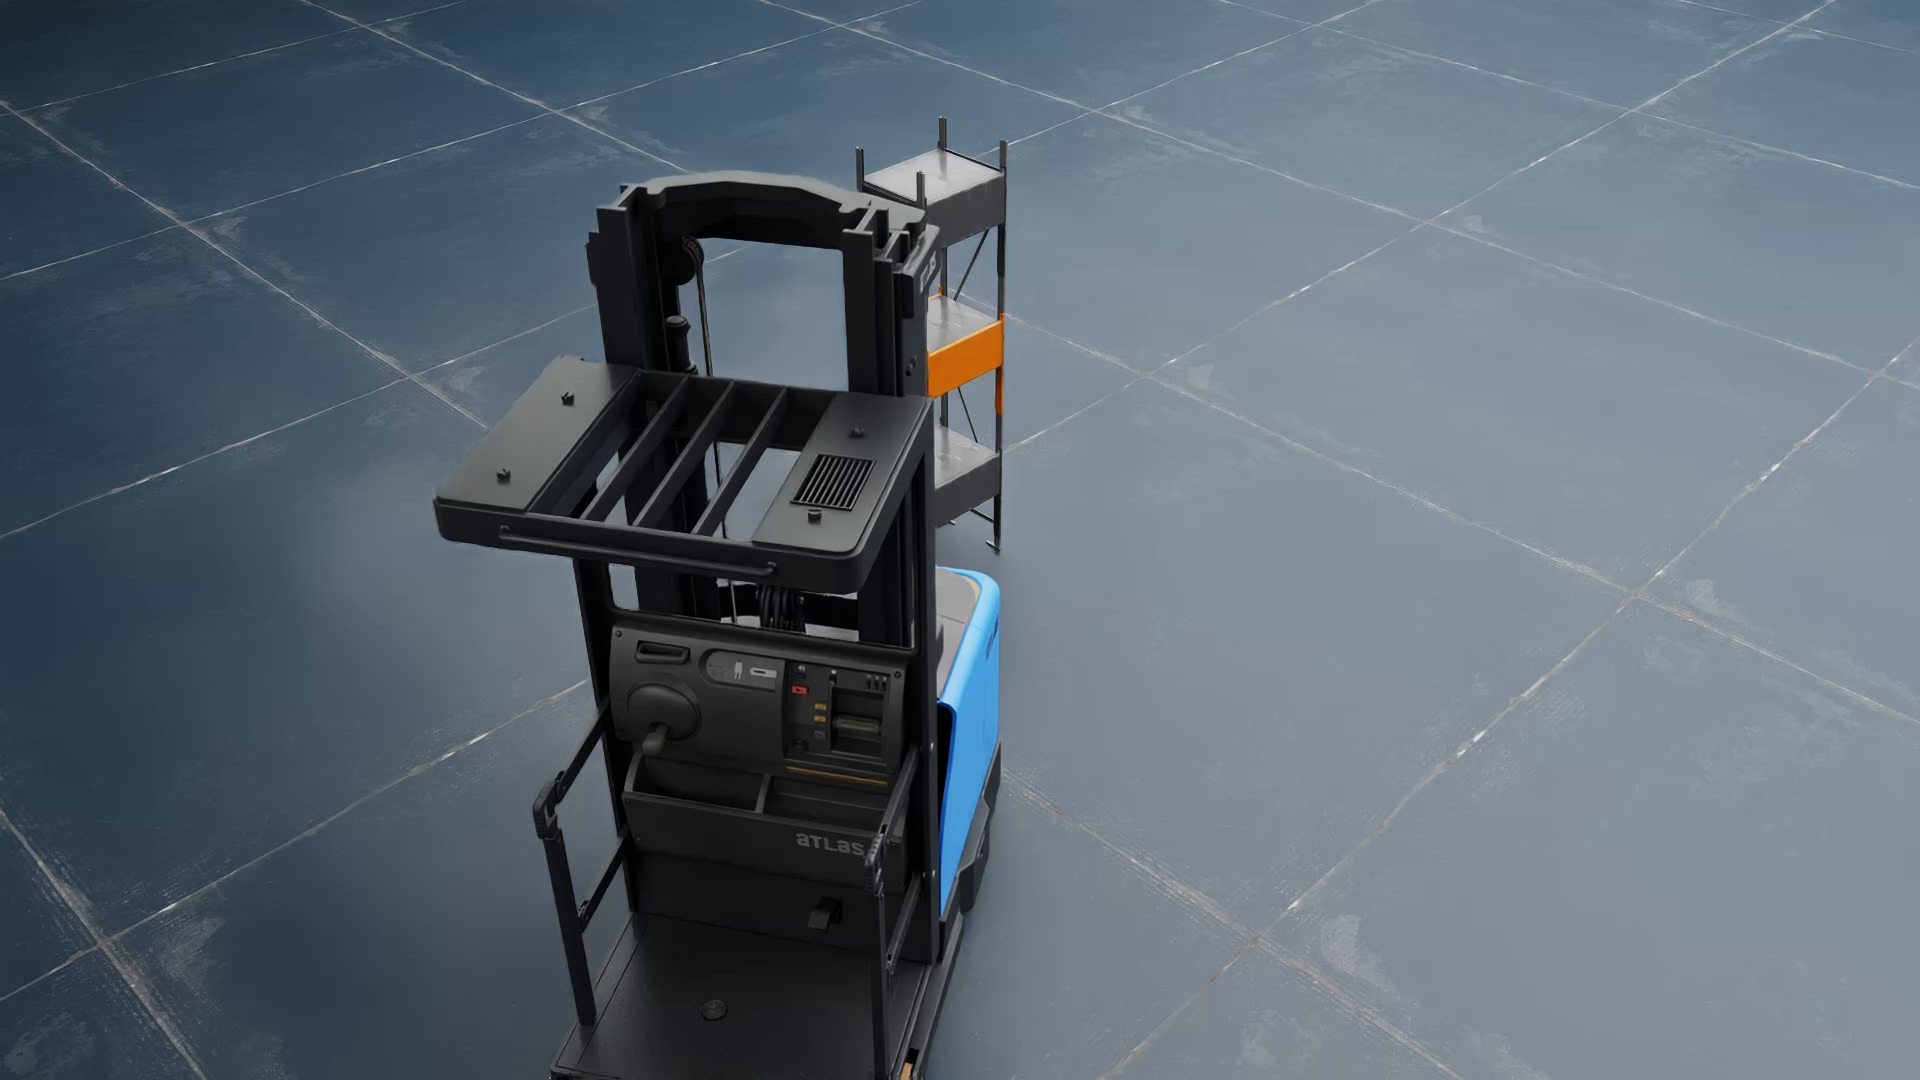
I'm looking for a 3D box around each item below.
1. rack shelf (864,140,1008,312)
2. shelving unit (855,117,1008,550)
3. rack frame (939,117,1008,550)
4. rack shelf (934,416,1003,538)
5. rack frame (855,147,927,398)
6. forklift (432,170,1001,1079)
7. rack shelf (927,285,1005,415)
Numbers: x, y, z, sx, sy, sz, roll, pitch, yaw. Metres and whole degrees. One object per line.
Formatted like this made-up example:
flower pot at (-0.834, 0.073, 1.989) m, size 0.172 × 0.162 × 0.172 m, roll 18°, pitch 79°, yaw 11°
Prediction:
rack shelf at (-0.117, -1.357, 7.160) m, size 0.431 × 0.518 × 0.480 m, roll 30°, pitch 45°, yaw 35°
shelving unit at (-0.117, -0.794, 7.553) m, size 0.431 × 2.100 × 0.503 m, roll 30°, pitch 45°, yaw 35°
rack frame at (0.055, -0.893, 7.695) m, size 0.400 × 2.100 × 0.015 m, roll 30°, pitch 45°, yaw 35°
rack shelf at (-0.117, -0.209, 7.961) m, size 0.431 × 0.518 × 0.480 m, roll 30°, pitch 45°, yaw 35°
rack frame at (-0.289, -0.695, 7.411) m, size 0.400 × 2.100 × 0.015 m, roll 30°, pitch 45°, yaw 35°
forklift at (-0.666, 0.562, 4.882) m, size 1.130 × 2.935 × 3.031 m, roll 7°, pitch 36°, yaw 11°
rack shelf at (-0.117, -0.783, 7.561) m, size 0.431 × 0.518 × 0.480 m, roll 30°, pitch 45°, yaw 35°
